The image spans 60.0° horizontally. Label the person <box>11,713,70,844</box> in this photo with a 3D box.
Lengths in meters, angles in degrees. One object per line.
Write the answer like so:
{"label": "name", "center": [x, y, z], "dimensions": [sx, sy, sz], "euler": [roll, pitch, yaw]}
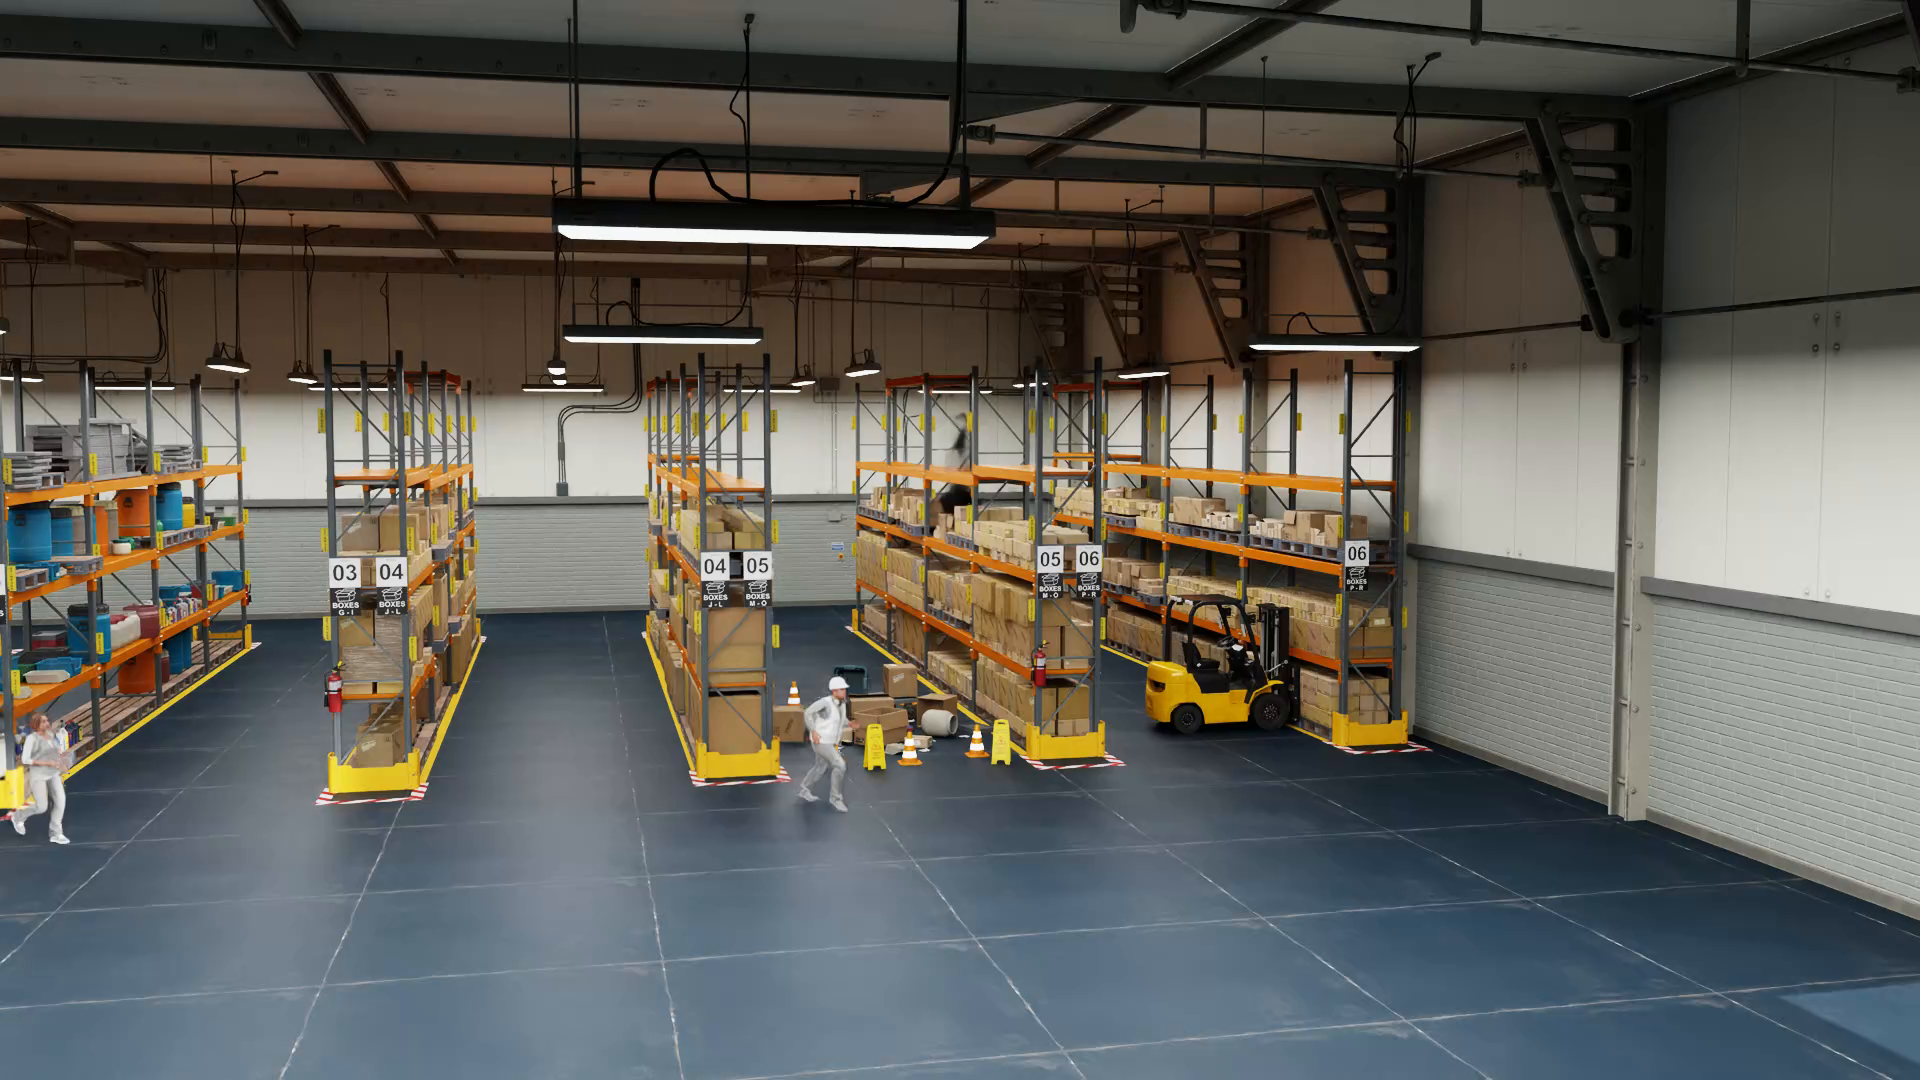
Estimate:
{"label": "person", "center": [-10.977, 2.841, 19.871], "dimensions": [0.738, 1.569, 0.548], "euler": [1, 4, 15]}

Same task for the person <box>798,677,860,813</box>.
{"label": "person", "center": [-1.764, 2.646, 21.657], "dimensions": [0.913, 1.771, 0.677], "euler": [2, 4, 27]}

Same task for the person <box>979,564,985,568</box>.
{"label": "person", "center": [0.477, 1.361, 39.866], "dimensions": [0.690, 1.733, 0.715], "euler": [-3, 5, -36]}
